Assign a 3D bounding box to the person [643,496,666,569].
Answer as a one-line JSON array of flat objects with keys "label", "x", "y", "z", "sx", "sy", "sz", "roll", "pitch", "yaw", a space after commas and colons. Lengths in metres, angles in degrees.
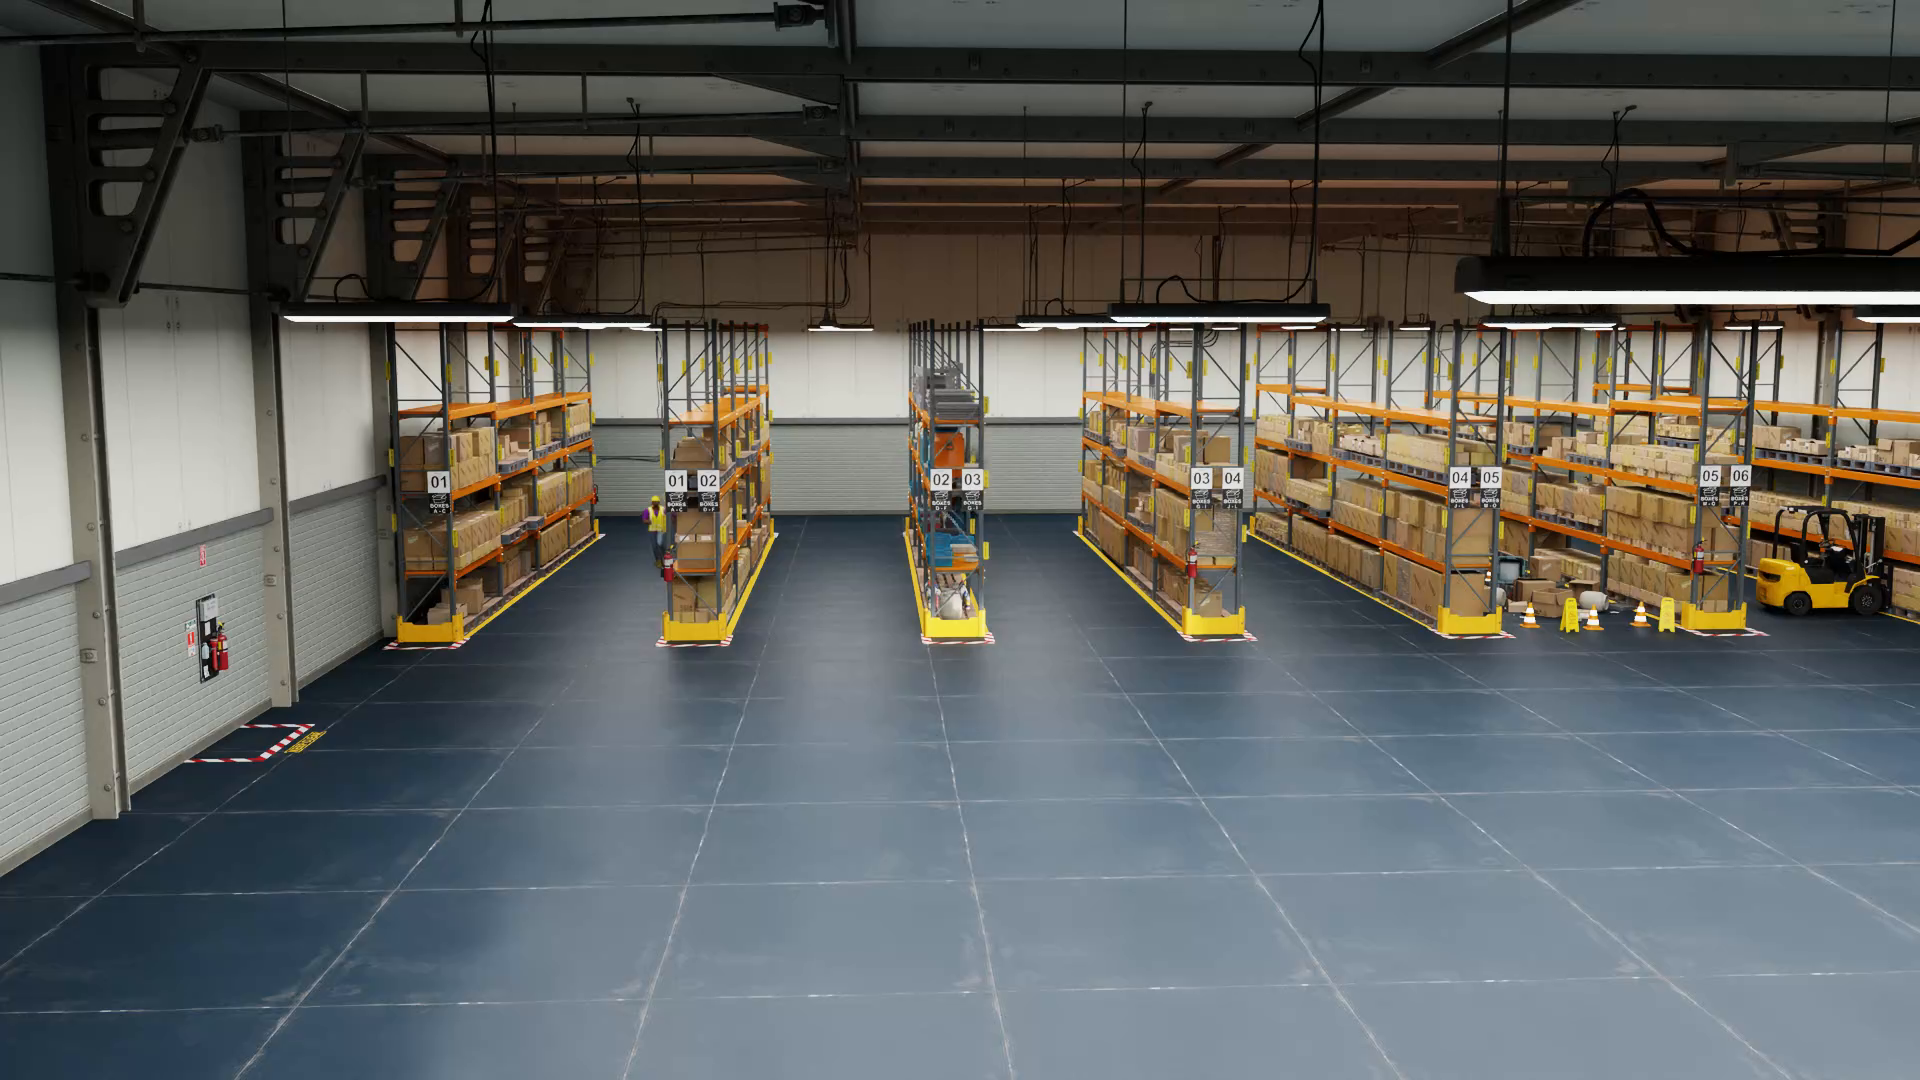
[{"label": "person", "x": -7.444, "y": -0.187, "z": 40.832, "sx": 0.658, "sy": 1.811, "sz": 0.833, "roll": 0, "pitch": 7, "yaw": 0}]
